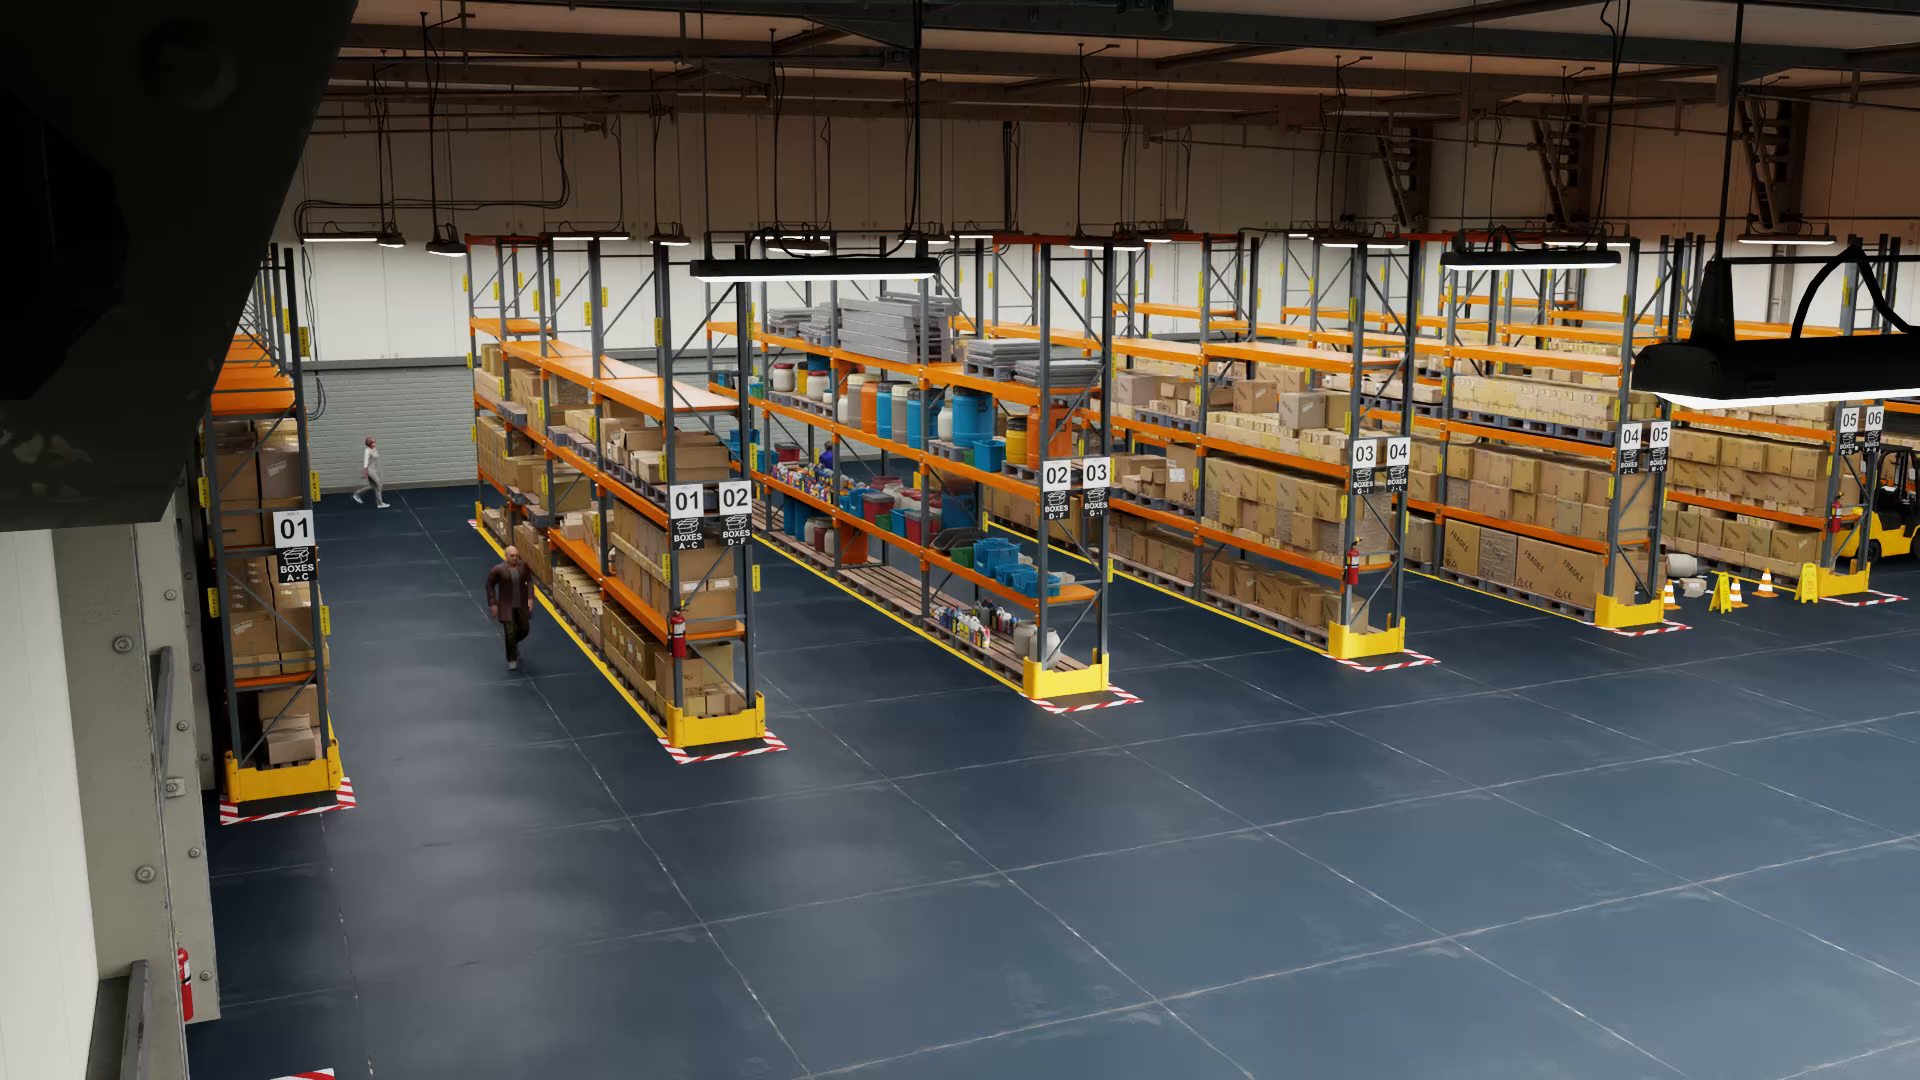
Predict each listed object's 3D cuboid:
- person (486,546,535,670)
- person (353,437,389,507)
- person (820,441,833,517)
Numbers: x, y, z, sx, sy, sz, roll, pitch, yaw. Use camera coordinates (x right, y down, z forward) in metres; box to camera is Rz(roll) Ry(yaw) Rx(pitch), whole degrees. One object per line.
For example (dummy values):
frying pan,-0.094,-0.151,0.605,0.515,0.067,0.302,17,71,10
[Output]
person,-6.444,0.925,23.795,0.669,1.762,0.754,-8,14,-36
person,-13.018,-1.495,36.643,0.792,1.563,0.407,-1,11,-7
person,-2.791,-1.278,35.367,0.490,1.658,0.459,7,13,32
